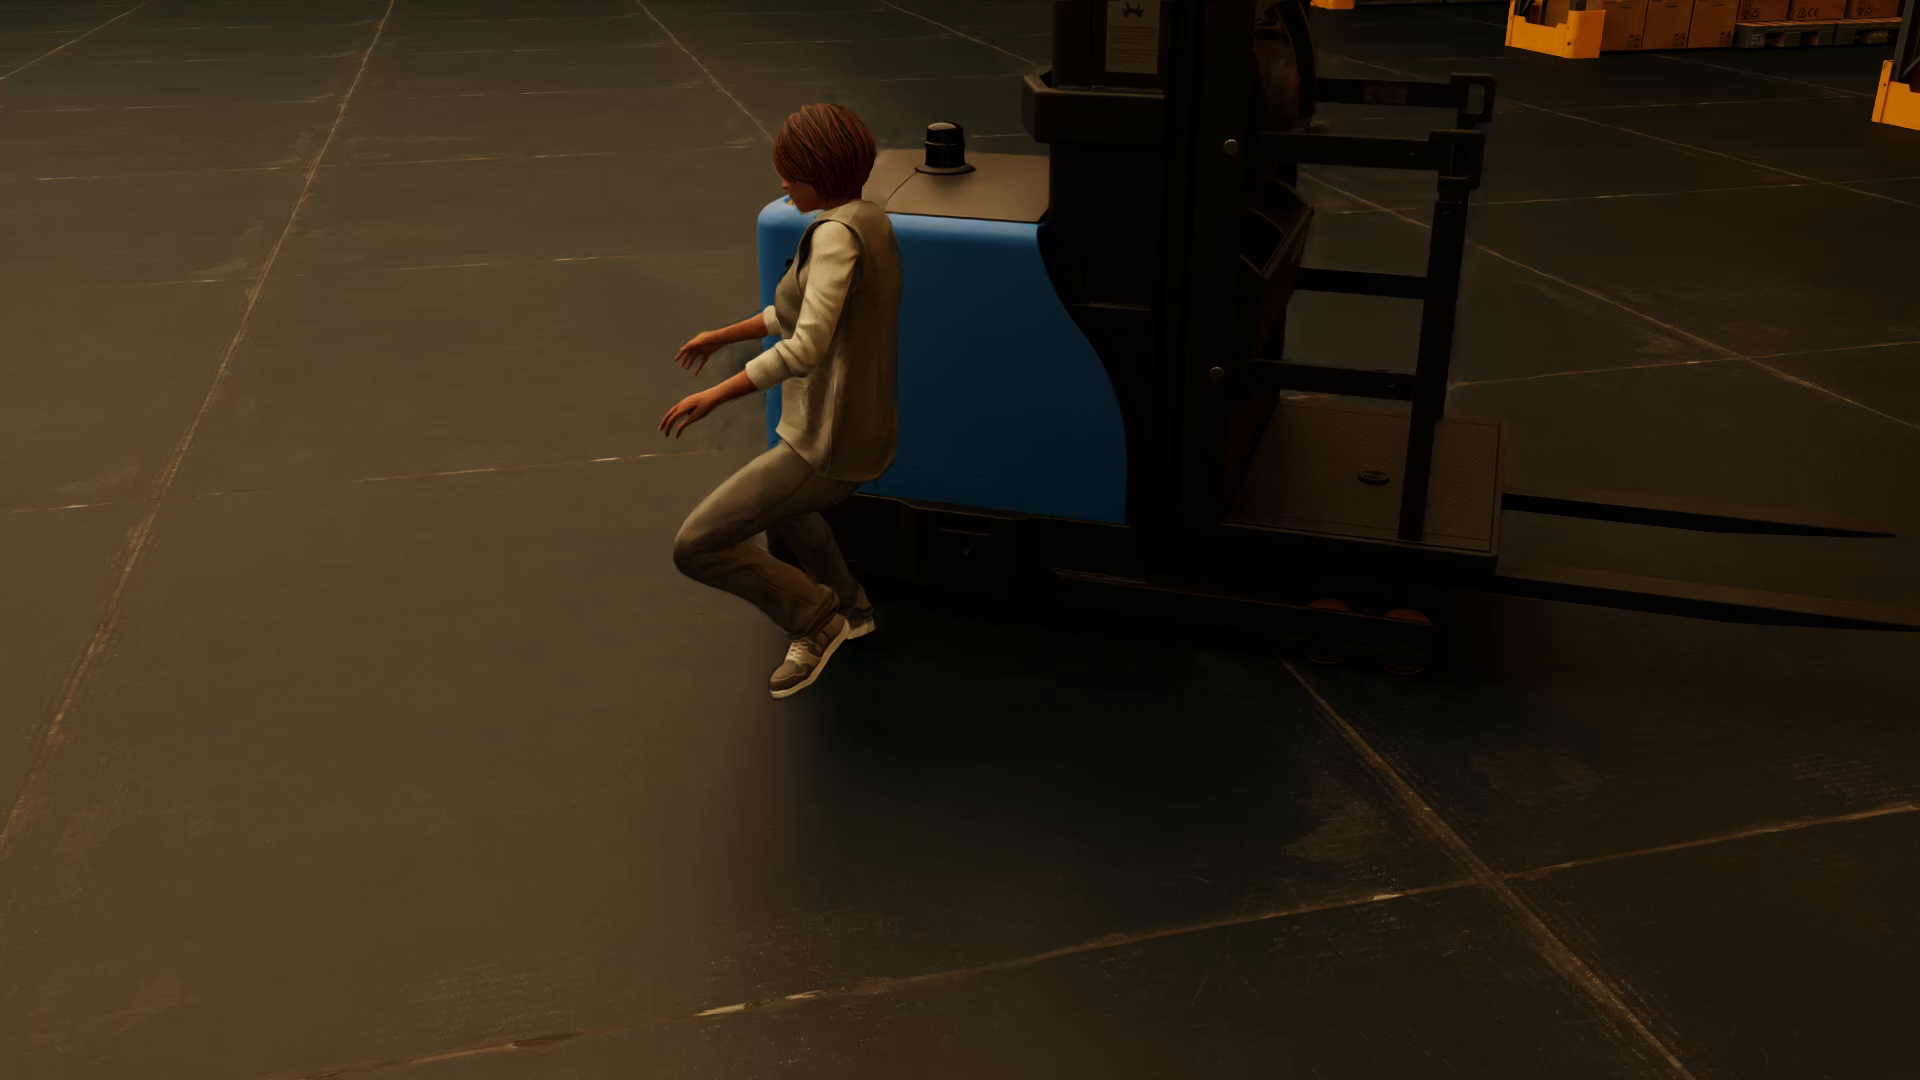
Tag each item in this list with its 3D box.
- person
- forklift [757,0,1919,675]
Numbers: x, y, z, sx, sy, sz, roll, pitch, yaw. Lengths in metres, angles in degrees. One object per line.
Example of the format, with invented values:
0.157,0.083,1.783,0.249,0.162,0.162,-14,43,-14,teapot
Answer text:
-0.451,-0.270,3.923,0.642,1.454,0.713,4,23,10,person
1.020,-1.237,4.217,3.031,2.935,1.130,7,24,16,forklift
